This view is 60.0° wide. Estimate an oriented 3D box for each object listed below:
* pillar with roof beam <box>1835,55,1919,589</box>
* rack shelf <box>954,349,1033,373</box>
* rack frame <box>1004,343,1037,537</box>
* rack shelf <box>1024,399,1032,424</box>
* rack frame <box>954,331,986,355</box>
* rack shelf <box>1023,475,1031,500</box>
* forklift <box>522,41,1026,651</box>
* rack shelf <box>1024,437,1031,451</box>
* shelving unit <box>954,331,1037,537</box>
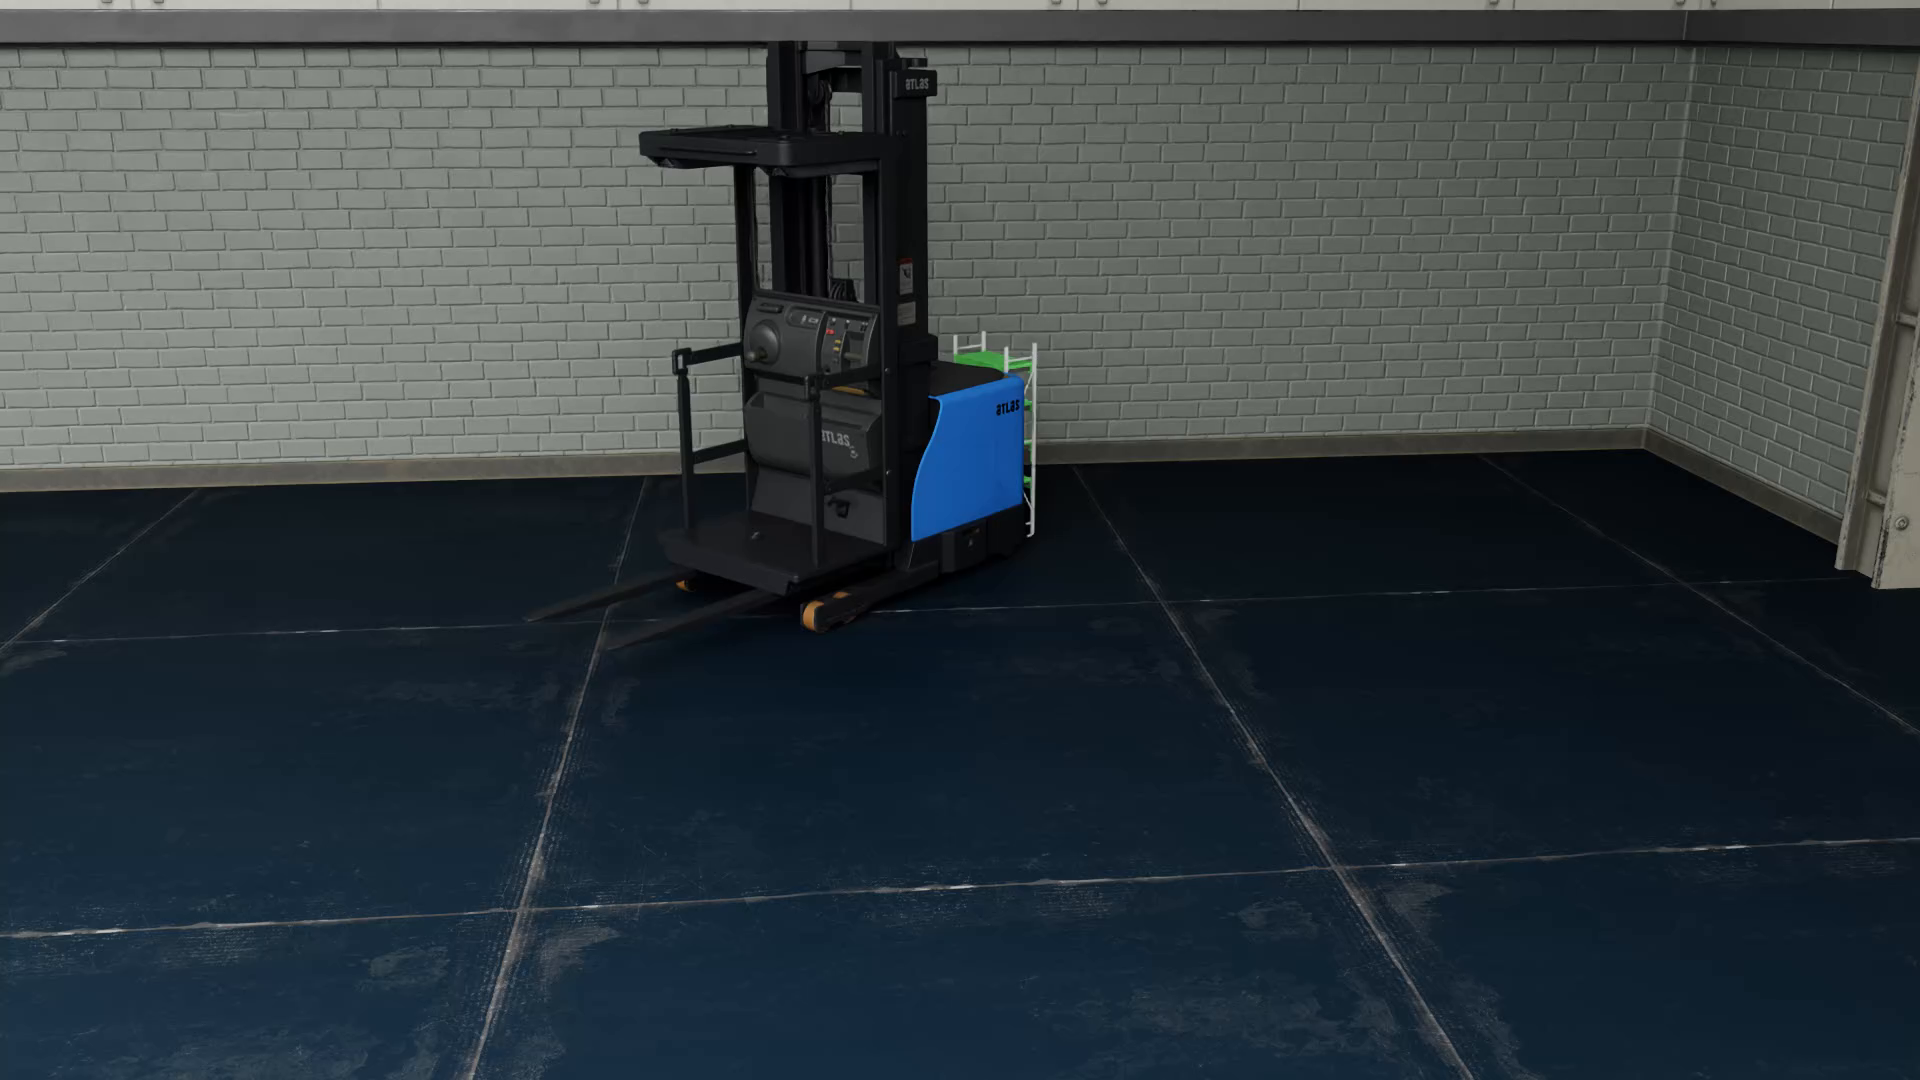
[{"bbox_3d":[0.979,-3.950,7.736,9.100,9.000,0.400,-2,18,-6],"label":"pillar with roof beam"},{"bbox_3d":[0.210,-1.037,10.088,0.258,0.148,0.480,-13,22,-36],"label":"rack shelf"},{"bbox_3d":[0.360,-0.582,10.029,0.240,1.200,0.015,-13,22,-36],"label":"rack frame"},{"bbox_3d":[0.210,-0.808,10.159,0.258,0.148,0.480,-13,22,-36],"label":"rack shelf"},{"bbox_3d":[0.059,-0.697,10.395,0.240,1.200,0.015,-13,22,-36],"label":"rack frame"},{"bbox_3d":[0.210,-0.350,10.303,0.258,0.148,0.480,-13,22,-36],"label":"rack shelf"},{"bbox_3d":[-0.938,-1.085,8.739,1.130,2.935,3.031,14,22,38],"label":"forklift"},{"bbox_3d":[0.210,-0.579,10.231,0.258,0.148,0.480,-13,22,-36],"label":"rack shelf"},{"bbox_3d":[0.210,-0.640,10.212,0.258,1.200,0.503,-13,22,-36],"label":"shelving unit"}]
